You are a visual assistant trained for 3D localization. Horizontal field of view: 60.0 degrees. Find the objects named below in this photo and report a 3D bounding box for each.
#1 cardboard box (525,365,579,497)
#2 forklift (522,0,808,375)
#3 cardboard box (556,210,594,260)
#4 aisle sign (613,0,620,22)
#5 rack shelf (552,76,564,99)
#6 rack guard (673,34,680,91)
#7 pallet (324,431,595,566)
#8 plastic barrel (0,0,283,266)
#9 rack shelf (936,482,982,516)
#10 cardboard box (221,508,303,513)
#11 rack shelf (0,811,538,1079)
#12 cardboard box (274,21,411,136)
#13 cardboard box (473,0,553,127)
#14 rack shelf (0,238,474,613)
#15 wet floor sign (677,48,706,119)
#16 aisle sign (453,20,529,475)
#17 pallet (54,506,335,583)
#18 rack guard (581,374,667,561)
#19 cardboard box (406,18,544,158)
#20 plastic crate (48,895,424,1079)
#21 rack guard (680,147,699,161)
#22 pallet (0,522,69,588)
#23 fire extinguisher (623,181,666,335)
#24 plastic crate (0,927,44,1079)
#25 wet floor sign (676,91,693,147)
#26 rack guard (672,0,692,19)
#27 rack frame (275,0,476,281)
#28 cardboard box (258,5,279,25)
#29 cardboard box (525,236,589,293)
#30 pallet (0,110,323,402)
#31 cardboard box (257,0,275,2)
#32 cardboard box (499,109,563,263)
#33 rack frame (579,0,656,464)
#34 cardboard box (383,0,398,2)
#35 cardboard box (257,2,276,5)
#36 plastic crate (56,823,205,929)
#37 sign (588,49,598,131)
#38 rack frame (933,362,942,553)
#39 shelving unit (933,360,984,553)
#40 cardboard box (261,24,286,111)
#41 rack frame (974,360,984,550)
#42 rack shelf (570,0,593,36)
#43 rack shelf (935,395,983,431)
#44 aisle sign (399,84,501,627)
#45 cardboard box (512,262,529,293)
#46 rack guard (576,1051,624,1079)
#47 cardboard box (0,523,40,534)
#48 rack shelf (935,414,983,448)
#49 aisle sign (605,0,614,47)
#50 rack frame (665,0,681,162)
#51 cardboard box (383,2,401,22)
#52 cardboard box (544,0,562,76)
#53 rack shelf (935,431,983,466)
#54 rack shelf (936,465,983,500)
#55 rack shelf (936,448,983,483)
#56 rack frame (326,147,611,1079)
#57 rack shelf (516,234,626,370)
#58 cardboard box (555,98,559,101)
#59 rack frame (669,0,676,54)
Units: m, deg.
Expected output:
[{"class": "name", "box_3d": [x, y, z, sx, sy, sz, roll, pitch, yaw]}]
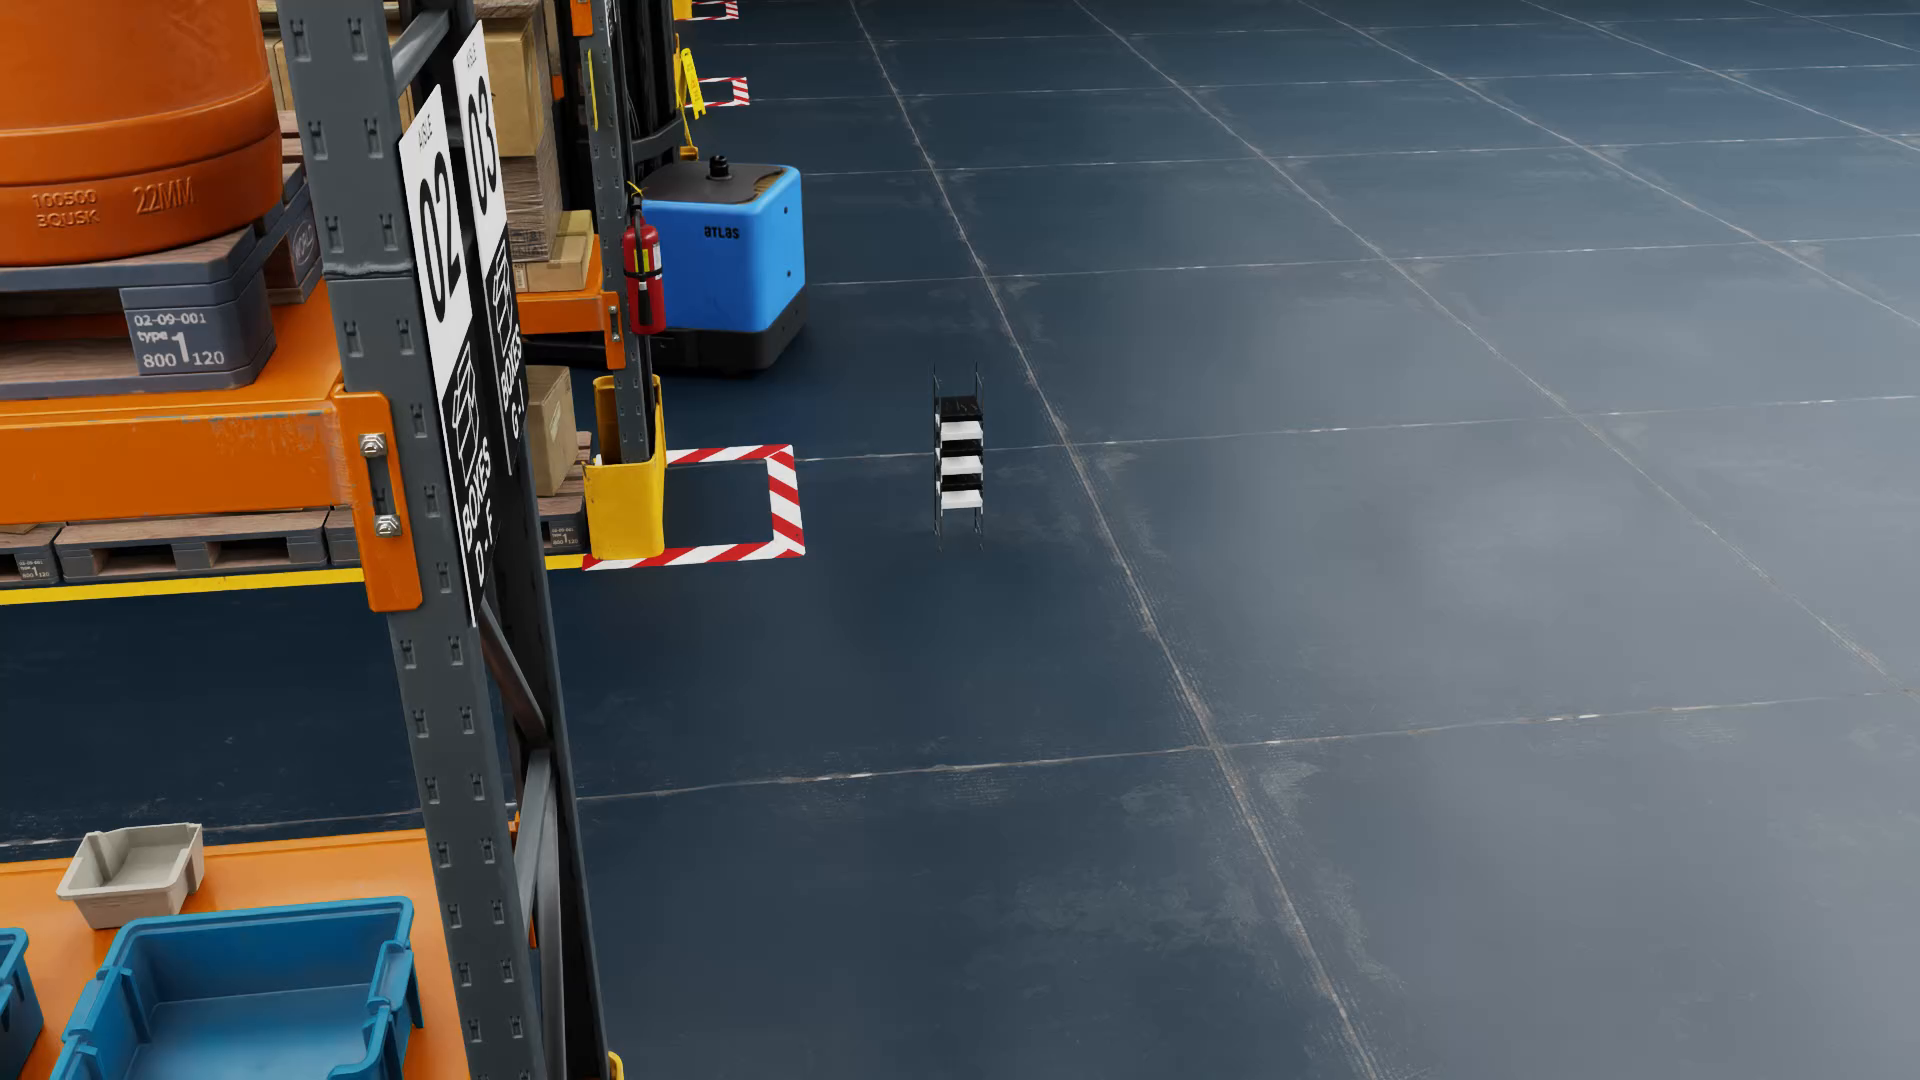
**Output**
[{"class": "cardboard box", "box_3d": [-2.240, -0.553, 8.320, 0.500, 0.500, 0.500, 1, 27, 2]}, {"class": "forklift", "box_3d": [-2.564, -2.627, 10.159, 3.031, 2.935, 1.130, 5, 28, 9]}, {"class": "cardboard box", "box_3d": [-1.935, -1.488, 8.139, 0.250, 0.149, 0.380, -4, 27, -7]}, {"class": "aisle sign", "box_3d": [-1.600, -2.806, 7.586, 0.004, 0.787, 0.394, -4, 27, -7]}, {"class": "rack shelf", "box_3d": [-4.191, -3.312, 12.206, 4.000, 0.370, 1.077, -4, 27, -7]}, {"class": "rack guard", "box_3d": [-3.075, -4.873, 17.200, 0.348, 0.500, 1.175, -4, 27, -7]}, {"class": "pallet", "box_3d": [-2.504, -0.229, 8.465, 1.213, 0.211, 1.003, -4, 27, -7]}, {"class": "plastic barrel", "box_3d": [-1.393, -0.895, 2.493, 0.708, 0.830, 0.600, -4, 27, -7]}, {"class": "rack shelf", "box_3d": [-0.008, -0.210, 8.141, 0.200, 0.077, 0.258, -4, 27, -7]}, {"class": "cardboard box", "box_3d": [-3.450, -0.468, 8.154, 0.500, 0.500, 0.500, -1, 27, -2]}, {"class": "rack shelf", "box_3d": [-2.910, 1.176, 3.460, 4.000, 0.370, 1.077, -4, 27, -7]}, {"class": "cardboard box", "box_3d": [-2.624, -1.951, 7.235, 0.500, 0.500, 0.500, -4, 27, -7]}, {"class": "cardboard box", "box_3d": [-2.202, -2.220, 7.760, 0.500, 0.500, 0.500, -4, 27, -7]}, {"class": "rack shelf", "box_3d": [-2.910, -0.158, 2.775, 4.000, 0.370, 1.077, -4, 27, -7]}, {"class": "wet floor sign", "box_3d": [-2.663, -4.471, 16.257, 0.232, 0.644, 0.267, 6, 28, 11]}, {"class": "aisle sign", "box_3d": [-0.899, -0.565, 3.217, 0.004, 0.787, 0.394, -4, 27, -7]}, {"class": "pallet", "box_3d": [-3.710, -0.153, 8.317, 1.213, 0.211, 1.003, -4, 27, -7]}, {"class": "rack guard", "box_3d": [-1.695, -0.393, 8.469, 0.348, 0.500, 1.175, -4, 27, -7]}, {"class": "cardboard box", "box_3d": [-2.130, -1.985, 7.302, 0.500, 0.500, 0.500, -4, 27, -7]}, {"class": "plastic crate", "box_3d": [-1.383, 0.962, 3.252, 0.616, 0.251, 0.499, -4, 27, -7]}, {"class": "rack guard", "box_3d": [-2.187, -2.648, 12.863, 0.348, 0.500, 1.175, -4, 27, -7]}, {"class": "pallet", "box_3d": [-4.920, -0.074, 8.163, 1.213, 0.211, 1.003, -4, 27, -7]}, {"class": "fire extinguisher", "box_3d": [-1.442, -1.275, 7.533, 0.183, 0.674, 0.296, -4, 27, -7]}, {"class": "plastic crate", "box_3d": [-2.027, 1.001, 3.176, 0.408, 0.251, 0.499, -4, 27, -7]}, {"class": "wet floor sign", "box_3d": [-2.458, -3.608, 14.575, 0.232, 0.644, 0.267, -8, 28, -16]}, {"class": "rack guard", "box_3d": [-3.672, -7.123, 21.585, 0.348, 0.500, 1.175, -4, 27, -7]}, {"class": "rack frame", "box_3d": [-0.929, -1.940, 2.174, 0.127, 3.000, 1.000, -4, 27, -7]}, {"class": "cardboard box", "box_3d": [-3.193, -2.159, 7.641, 0.500, 0.500, 0.500, -4, 27, -7]}, {"class": "cardboard box", "box_3d": [-1.873, -1.287, 7.748, 0.250, 0.149, 0.380, -4, 27, -7]}, {"class": "pallet", "box_3d": [-1.762, -0.513, 2.886, 1.213, 0.211, 1.003, -4, 27, -7]}, {"class": "cardboard box", "box_3d": [-4.719, -4.119, 11.645, 0.550, 0.550, 0.875, -4, 27, -7]}, {"class": "cardboard box", "box_3d": [-2.168, -1.664, 7.773, 0.500, 0.500, 0.875, -4, 27, -7]}, {"class": "rack frame", "box_3d": [-1.619, -1.510, 7.907, 0.127, 3.000, 1.000, -4, 27, -7]}, {"class": "cardboard box", "box_3d": [-4.204, -3.705, 12.021, 0.500, 0.550, 0.875, -4, 27, -7]}, {"class": "cardboard box", "box_3d": [-4.715, -3.626, 11.867, 0.550, 0.550, 0.875, -4, 27, -7]}, {"class": "plastic crate", "box_3d": [-1.860, 0.758, 3.776, 0.250, 0.136, 0.298, -4, 27, -7]}, {"class": "sign", "box_3d": [-1.562, -1.914, 7.079, 0.005, 0.325, 0.100, -4, 27, -7]}, {"class": "rack frame", "box_3d": [-0.109, -0.393, 8.031, 0.006, 0.900, 0.240, -4, 27, -7]}, {"class": "shelving unit", "box_3d": [-0.008, -0.400, 8.044, 0.210, 0.900, 0.258, -4, 27, -7]}, {"class": "cardboard box", "box_3d": [-3.119, -1.920, 7.176, 0.500, 0.500, 0.500, -4, 27, -7]}, {"class": "rack frame", "box_3d": [0.093, -0.406, 8.056, 0.006, 0.900, 0.240, -4, 27, -7]}, {"class": "rack shelf", "box_3d": [-3.600, -2.397, 7.139, 4.000, 0.370, 1.077, -4, 27, -7]}, {"class": "rack shelf", "box_3d": [-0.008, -0.610, 7.936, 0.200, 0.077, 0.258, -4, 27, -7]}, {"class": "aisle sign", "box_3d": [-0.817, -0.298, 2.697, 0.004, 0.787, 0.394, -4, 27, -7]}, {"class": "cardboard box", "box_3d": [-2.121, -1.271, 7.717, 0.250, 0.149, 0.380, -4, 27, -7]}, {"class": "rack guard", "box_3d": [-0.998, 1.867, 4.063, 0.348, 0.500, 1.175, -4, 27, -7]}, {"class": "cardboard box", "box_3d": [-4.613, -0.378, 7.978, 0.500, 0.500, 0.500, 5, 28, 9]}, {"class": "rack shelf", "box_3d": [-0.008, -0.530, 7.977, 0.200, 0.077, 0.258, -4, 27, -7]}, {"class": "aisle sign", "box_3d": [-1.516, -2.535, 7.057, 0.004, 0.787, 0.394, -4, 27, -7]}, {"class": "rack frame", "box_3d": [-2.210, -3.759, 12.290, 0.127, 3.000, 1.000, -4, 27, -7]}, {"class": "cardboard box", "box_3d": [-2.698, -2.191, 7.705, 0.500, 0.500, 0.500, -4, 27, -7]}, {"class": "cardboard box", "box_3d": [-3.113, -3.737, 12.082, 0.550, 0.550, 0.875, -4, 27, -7]}, {"class": "rack shelf", "box_3d": [-0.008, -0.450, 8.018, 0.200, 0.077, 0.258, -4, 27, -7]}, {"class": "rack shelf", "box_3d": [-0.008, -0.290, 8.100, 0.200, 0.077, 0.258, -4, 27, -7]}, {"class": "rack shelf", "box_3d": [-0.008, -0.370, 8.059, 0.200, 0.077, 0.258, -4, 27, -7]}, {"class": "rack frame", "box_3d": [-0.929, 0.729, 3.544, 0.127, 3.000, 1.000, -4, 27, -7]}, {"class": "rack shelf", "box_3d": [-3.600, -1.063, 7.824, 4.000, 0.370, 1.077, -4, 27, -7]}, {"class": "cardboard box", "box_3d": [-2.873, -2.927, 12.537, 0.875, 0.875, 0.875, -4, 27, -7]}, {"class": "rack frame", "box_3d": [-3.000, -5.990, 16.638, 0.127, 3.000, 1.000, -4, 27, -7]}]
